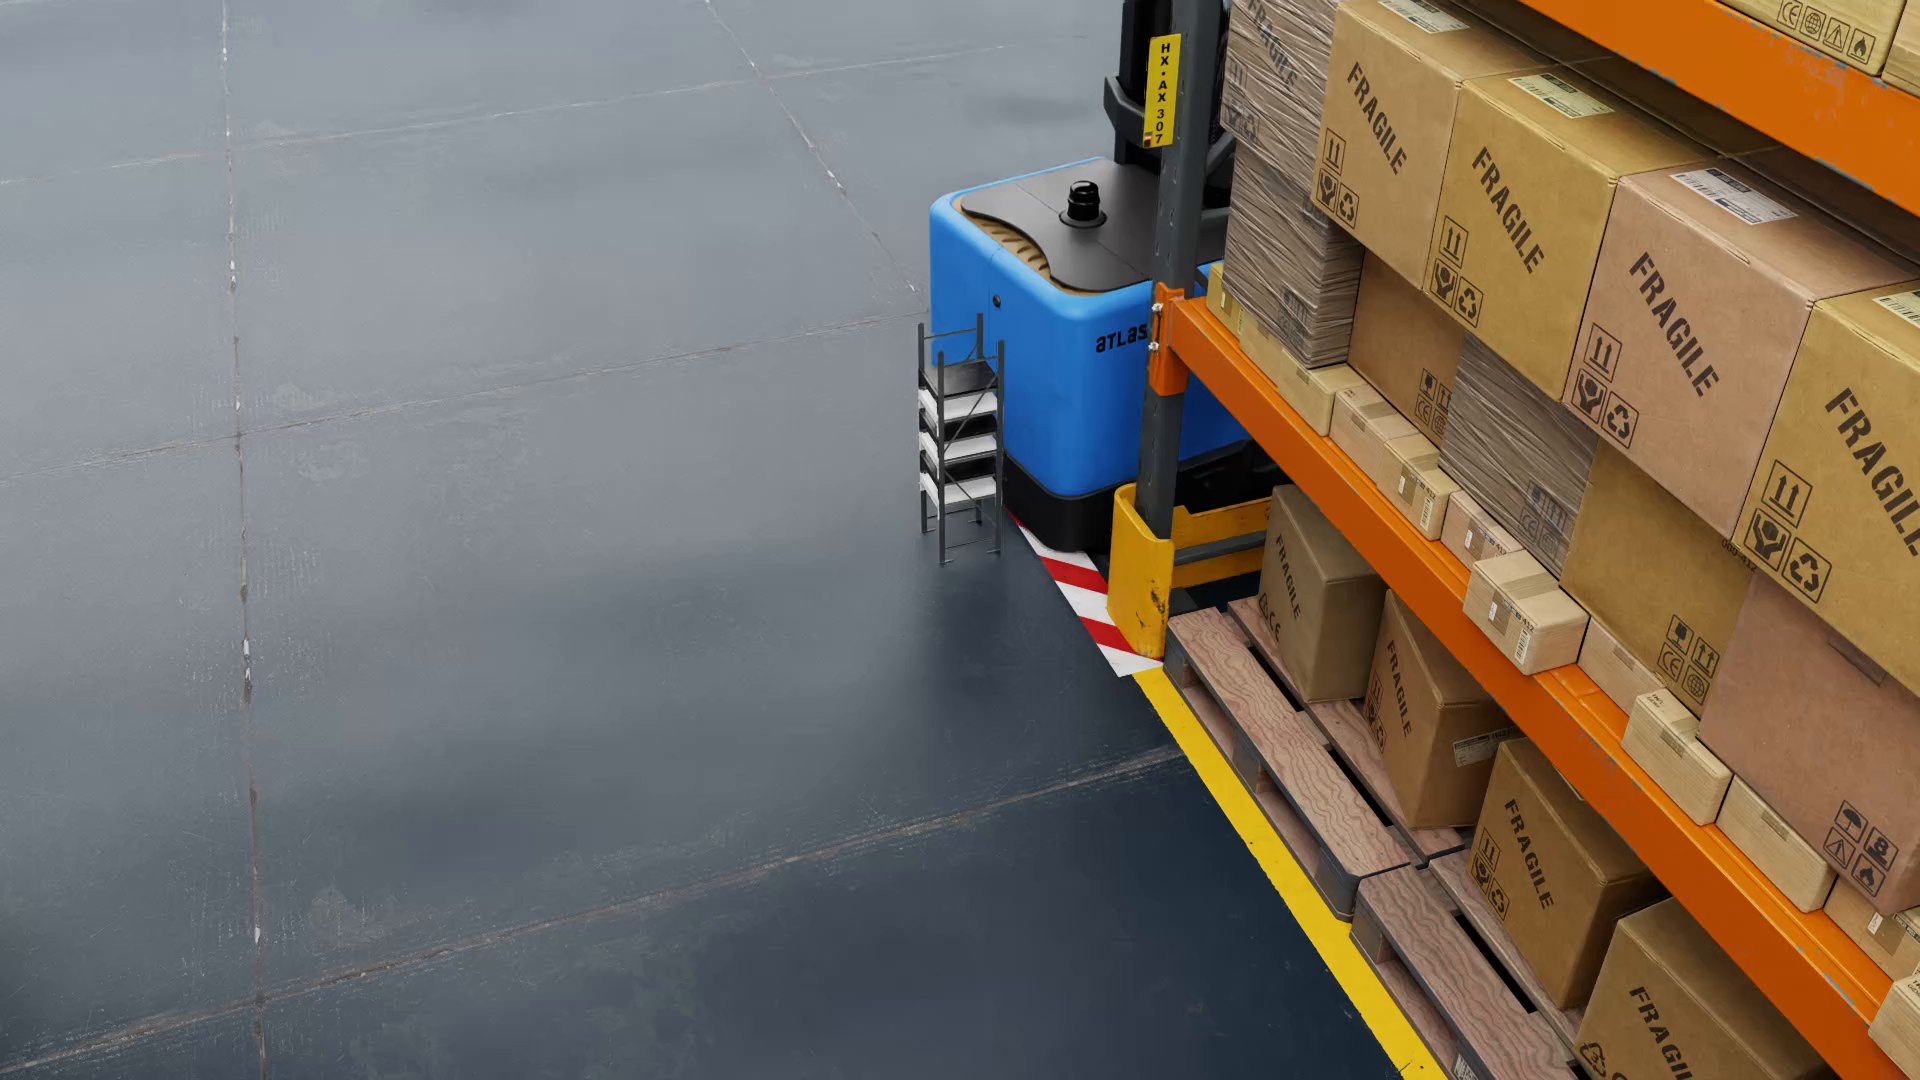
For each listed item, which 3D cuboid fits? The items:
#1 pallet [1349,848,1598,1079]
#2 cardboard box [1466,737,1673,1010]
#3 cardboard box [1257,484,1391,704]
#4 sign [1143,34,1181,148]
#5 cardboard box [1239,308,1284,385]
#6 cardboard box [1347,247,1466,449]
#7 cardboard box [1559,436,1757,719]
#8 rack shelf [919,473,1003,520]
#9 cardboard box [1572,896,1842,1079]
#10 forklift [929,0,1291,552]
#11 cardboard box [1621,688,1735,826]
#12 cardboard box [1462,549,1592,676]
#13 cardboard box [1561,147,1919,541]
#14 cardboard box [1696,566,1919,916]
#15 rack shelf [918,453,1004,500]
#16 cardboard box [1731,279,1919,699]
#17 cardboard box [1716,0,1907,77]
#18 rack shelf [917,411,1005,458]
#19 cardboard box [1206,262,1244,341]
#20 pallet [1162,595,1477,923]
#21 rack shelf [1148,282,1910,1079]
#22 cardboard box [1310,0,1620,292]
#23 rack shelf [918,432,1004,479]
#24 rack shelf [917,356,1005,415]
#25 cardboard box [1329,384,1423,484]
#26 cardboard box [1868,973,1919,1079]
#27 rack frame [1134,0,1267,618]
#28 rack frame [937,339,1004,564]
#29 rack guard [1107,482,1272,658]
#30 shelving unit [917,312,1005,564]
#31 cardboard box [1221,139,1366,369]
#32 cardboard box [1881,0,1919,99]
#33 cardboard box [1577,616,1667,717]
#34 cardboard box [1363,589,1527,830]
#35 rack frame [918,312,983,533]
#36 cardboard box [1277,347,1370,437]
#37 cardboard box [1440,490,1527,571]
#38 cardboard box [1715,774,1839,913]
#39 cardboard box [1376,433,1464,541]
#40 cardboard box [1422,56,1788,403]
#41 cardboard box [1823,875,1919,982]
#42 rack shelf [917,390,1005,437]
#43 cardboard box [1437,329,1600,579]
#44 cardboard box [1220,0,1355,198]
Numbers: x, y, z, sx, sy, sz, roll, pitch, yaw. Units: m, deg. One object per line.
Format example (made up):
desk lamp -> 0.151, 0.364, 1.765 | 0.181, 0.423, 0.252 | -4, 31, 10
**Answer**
pallet -> 1.774, 1.270, 4.388 | 1.003, 0.211, 1.213 | -12, 39, -16
cardboard box -> 1.720, 0.834, 4.378 | 0.500, 0.500, 0.500 | -9, 38, -12
cardboard box -> 1.285, 0.146, 5.292 | 0.500, 0.500, 0.500 | -6, 37, -7
sign -> 0.576, -1.274, 4.729 | 0.100, 0.325, 0.005 | -12, 39, -16
cardboard box -> 1.028, -0.585, 4.742 | 0.380, 0.149, 0.250 | -12, 39, -16
cardboard box -> 1.534, -0.626, 4.257 | 0.875, 0.500, 0.500 | -12, 39, -16
cardboard box -> 1.827, -0.049, 3.492 | 0.875, 0.500, 0.500 | -12, 39, -16
rack shelf -> 0.003, -0.184, 6.102 | 0.258, 0.077, 0.200 | -12, 39, -16
cardboard box -> 1.871, 1.159, 3.947 | 0.500, 0.500, 0.500 | -16, 40, -20
forklift -> 1.406, -1.773, 6.168 | 3.031, 2.935, 1.130 | -19, 41, -24
cardboard box -> 1.610, 0.408, 3.424 | 0.380, 0.149, 0.250 | -12, 39, -16
cardboard box -> 1.385, 0.137, 3.783 | 0.380, 0.149, 0.250 | -12, 39, -16
cardboard box -> 1.536, -0.385, 3.106 | 0.500, 0.500, 0.500 | -12, 39, -16
cardboard box -> 1.960, 0.242, 3.106 | 0.875, 0.500, 0.500 | -12, 39, -16
rack shelf -> 0.003, -0.256, 6.047 | 0.258, 0.077, 0.200 | -12, 39, -16
cardboard box -> 1.705, -0.101, 2.730 | 0.500, 0.500, 0.500 | -12, 39, -16
cardboard box -> 1.543, -0.990, 2.702 | 0.500, 0.250, 0.500 | -11, 38, -15
rack shelf -> 0.003, -0.400, 5.939 | 0.258, 0.077, 0.200 | -12, 39, -16
cardboard box -> 0.960, -0.730, 4.935 | 0.380, 0.149, 0.250 | -12, 39, -16
pallet -> 1.358, 0.582, 5.302 | 1.003, 0.211, 1.213 | -12, 39, -16
rack shelf -> 1.774, 0.376, 3.855 | 1.077, 0.370, 4.000 | -12, 39, -16
cardboard box -> 1.185, -0.948, 3.854 | 0.500, 0.500, 0.500 | -12, 39, -16
rack shelf -> 0.003, -0.328, 5.993 | 0.258, 0.077, 0.200 | -12, 39, -16
rack shelf -> 0.003, -0.544, 5.831 | 0.258, 0.077, 0.200 | -12, 39, -16
cardboard box -> 1.205, -0.304, 4.369 | 0.380, 0.149, 0.250 | -12, 39, -16
cardboard box -> 1.815, 0.843, 2.846 | 0.380, 0.149, 0.250 | -12, 39, -16
rack frame -> 1.086, -1.041, 5.139 | 1.000, 3.000, 0.127 | -12, 39, -16
rack frame -> 0.038, -0.297, 5.897 | 0.240, 0.900, 0.006 | -12, 39, -16
rack guard -> 1.112, 0.000, 5.834 | 1.175, 0.500, 0.348 | -12, 39, -16
shelving unit -> 0.003, -0.355, 5.973 | 0.258, 0.900, 0.210 | -12, 39, -16
cardboard box -> 1.249, -0.883, 4.599 | 0.875, 0.500, 0.500 | -12, 39, -16
cardboard box -> 1.710, -0.707, 2.327 | 0.500, 0.250, 0.500 | -13, 39, -16
cardboard box -> 1.596, 0.251, 3.632 | 0.380, 0.149, 0.250 | -12, 39, -16
cardboard box -> 1.523, 0.477, 4.853 | 0.500, 0.500, 0.500 | -3, 37, -4
rack frame -> -0.032, -0.412, 6.049 | 0.240, 0.900, 0.006 | -12, 39, -16
cardboard box -> 1.100, -0.441, 4.551 | 0.380, 0.149, 0.250 | -12, 39, -16
cardboard box -> 1.396, -0.025, 3.999 | 0.380, 0.149, 0.250 | -12, 39, -16
cardboard box -> 1.729, 0.542, 3.246 | 0.380, 0.149, 0.250 | -12, 39, -16
cardboard box -> 1.285, -0.161, 4.179 | 0.380, 0.149, 0.250 | -12, 39, -16
cardboard box -> 1.358, -0.666, 3.479 | 0.500, 0.500, 0.500 | -12, 39, -16
cardboard box -> 1.853, 0.675, 3.070 | 0.380, 0.149, 0.250 | -12, 39, -16
rack shelf -> 0.003, -0.472, 5.885 | 0.258, 0.077, 0.200 | -12, 39, -16
cardboard box -> 1.665, -0.334, 3.870 | 0.875, 0.500, 0.500 | -12, 39, -16
cardboard box -> 1.019, -1.232, 4.231 | 0.500, 0.500, 0.500 | -12, 39, -16
